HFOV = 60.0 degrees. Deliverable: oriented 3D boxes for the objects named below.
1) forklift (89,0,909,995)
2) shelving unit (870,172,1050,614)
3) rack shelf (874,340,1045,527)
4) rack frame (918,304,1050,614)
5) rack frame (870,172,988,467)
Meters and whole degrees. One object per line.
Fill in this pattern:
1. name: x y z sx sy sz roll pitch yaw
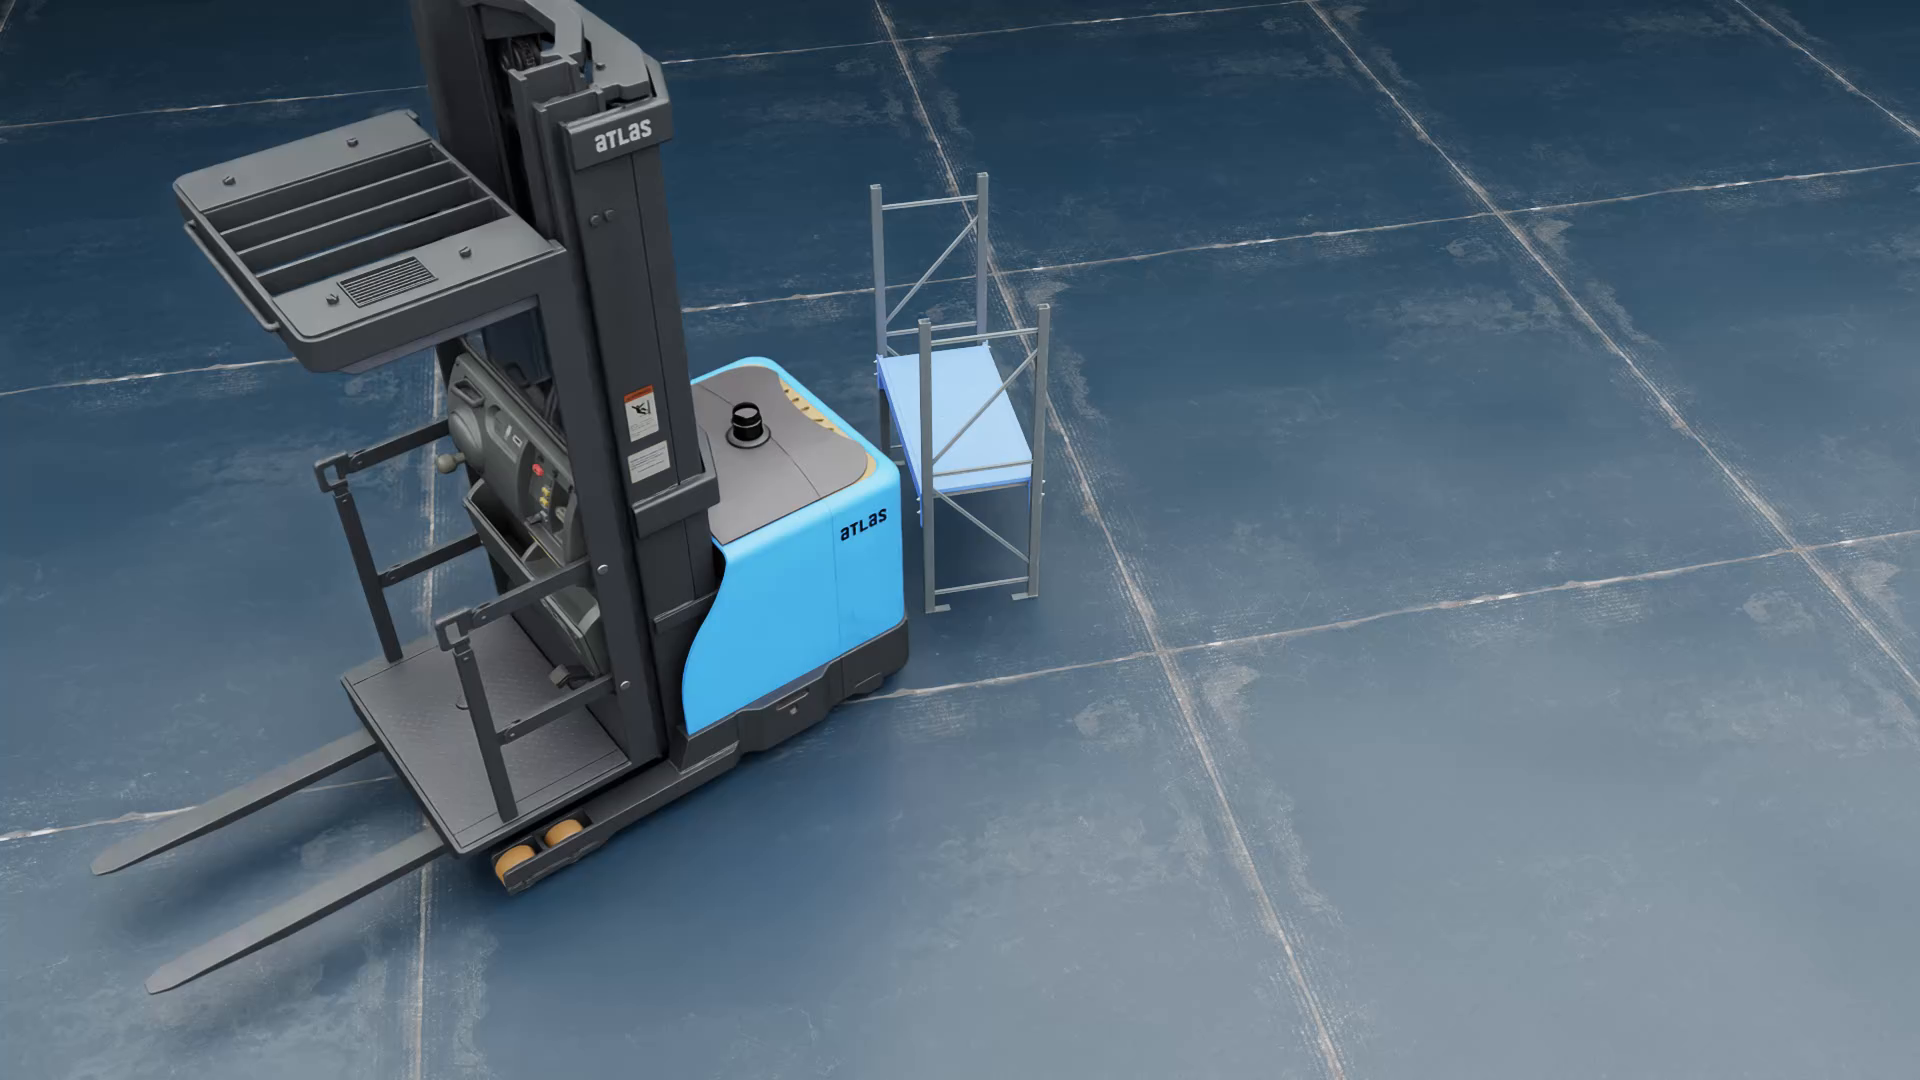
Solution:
1. forklift: -1.688 -0.215 5.566 3.031 2.935 1.130 -27 48 -27
2. shelving unit: -0.018 -0.616 7.096 0.538 1.500 1.048 -8 42 -9
3. rack shelf: -0.018 -0.482 7.216 0.538 0.185 1.000 -8 42 -9
4. rack frame: 0.091 -0.287 6.725 0.500 1.500 0.032 -8 42 -9
5. rack frame: -0.128 -0.946 7.467 0.500 1.500 0.032 -8 42 -9
